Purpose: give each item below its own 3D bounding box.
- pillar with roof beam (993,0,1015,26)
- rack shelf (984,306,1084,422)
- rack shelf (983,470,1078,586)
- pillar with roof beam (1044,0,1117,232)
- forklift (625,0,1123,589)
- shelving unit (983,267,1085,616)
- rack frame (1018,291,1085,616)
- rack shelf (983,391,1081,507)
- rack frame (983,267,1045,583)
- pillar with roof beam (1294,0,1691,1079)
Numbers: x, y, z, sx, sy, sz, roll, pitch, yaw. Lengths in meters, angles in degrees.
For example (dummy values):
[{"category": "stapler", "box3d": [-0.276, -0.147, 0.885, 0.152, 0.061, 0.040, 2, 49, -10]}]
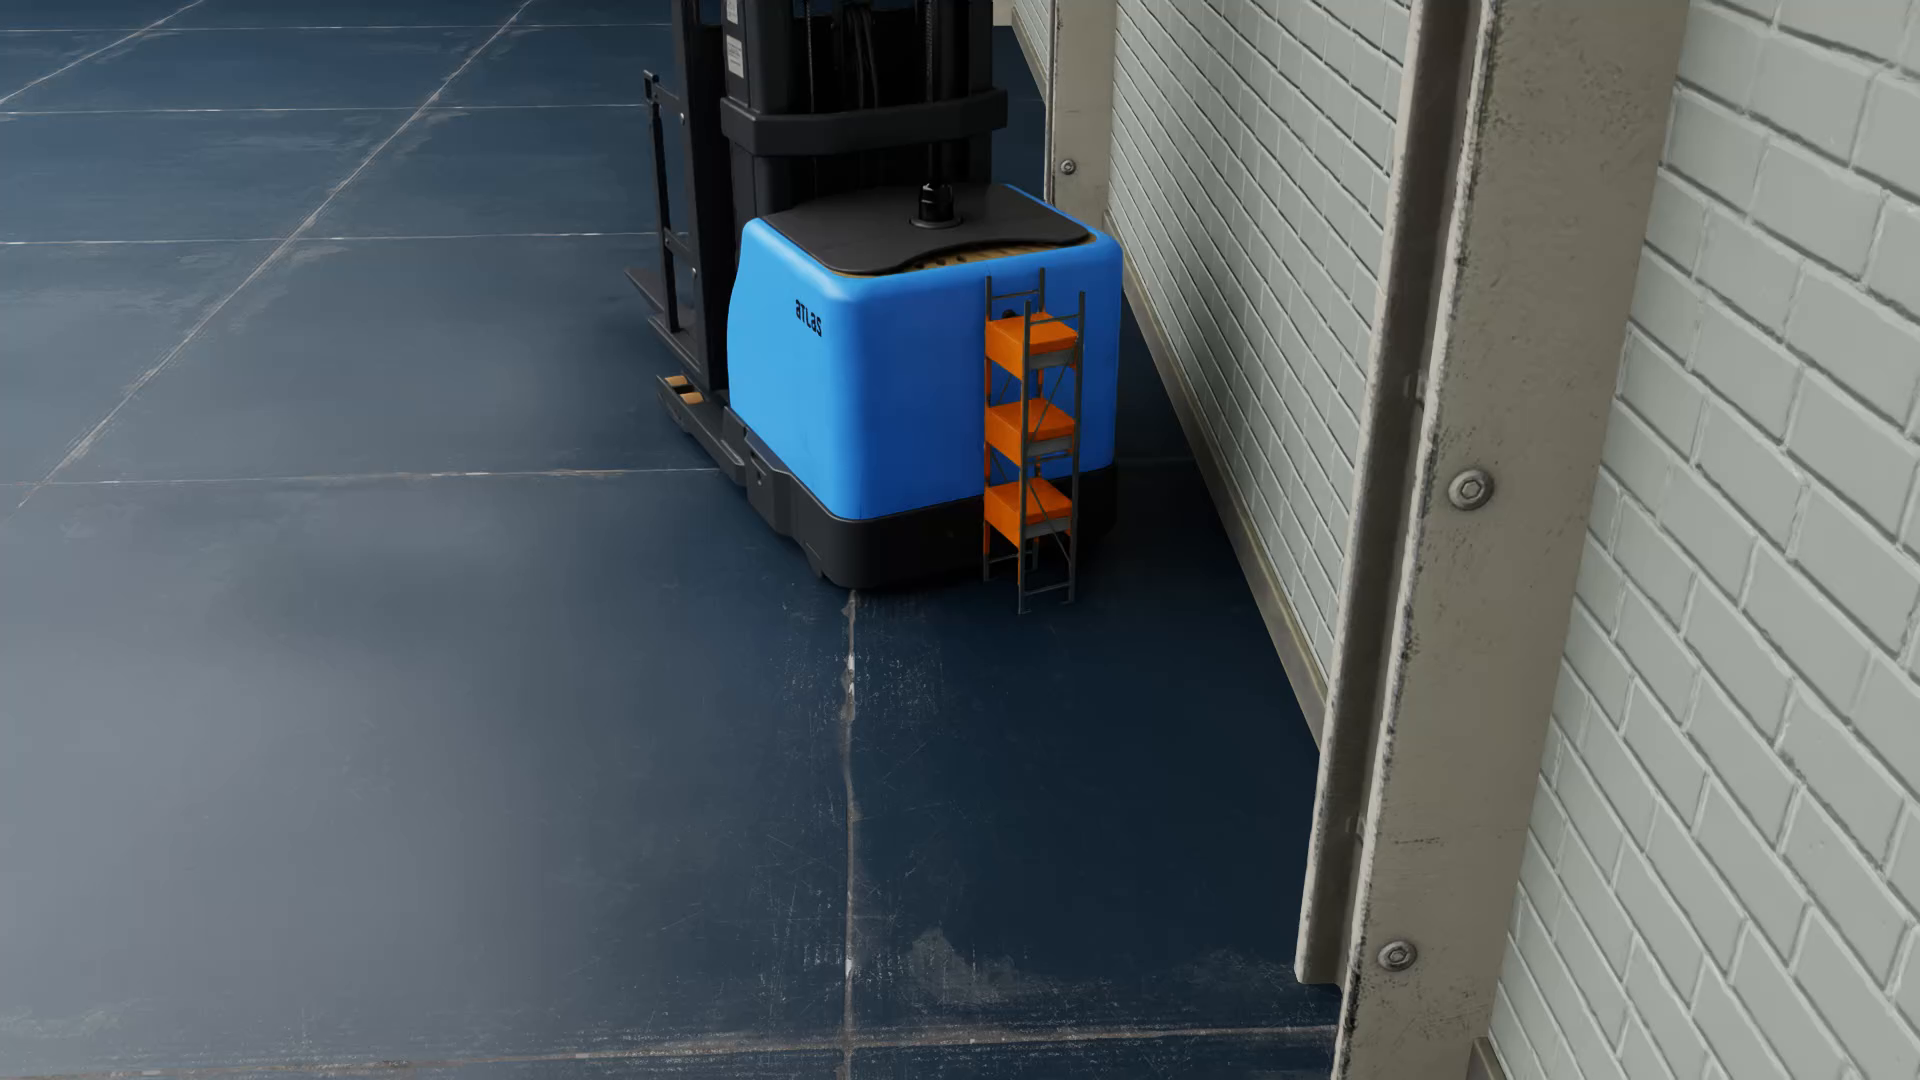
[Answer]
[{"category": "pillar with roof beam", "box3d": [-3.988, -8.351, 12.031, 9.100, 9.000, 0.400, -1, 28, -3]}, {"category": "rack shelf", "box3d": [0.223, -0.538, 5.056, 0.215, 0.259, 0.240, -13, 30, -23]}, {"category": "rack shelf", "box3d": [0.223, -0.040, 5.316, 0.215, 0.259, 0.240, -13, 30, -23]}, {"category": "pillar with roof beam", "box3d": [-3.675, -5.580, 6.719, 9.100, 9.000, 0.400, -1, 28, -3]}, {"category": "forklift", "box3d": [-0.571, -1.797, 6.026, 1.130, 2.935, 3.031, -13, 30, -23]}, {"category": "shelving unit", "box3d": [0.223, -0.296, 5.182, 0.215, 1.050, 0.252, -13, 30, -23]}, {"category": "rack frame", "box3d": [0.277, -0.246, 5.086, 0.200, 1.050, 0.008, -13, 30, -23]}, {"category": "rack shelf", "box3d": [0.223, -0.287, 5.187, 0.215, 0.259, 0.240, -13, 30, -23]}, {"category": "rack frame", "box3d": [0.169, -0.347, 5.279, 0.200, 1.050, 0.008, -13, 30, -23]}, {"category": "pillar with roof beam", "box3d": [-3.362, -2.810, 1.406, 9.100, 9.000, 0.400, -1, 28, -3]}]
